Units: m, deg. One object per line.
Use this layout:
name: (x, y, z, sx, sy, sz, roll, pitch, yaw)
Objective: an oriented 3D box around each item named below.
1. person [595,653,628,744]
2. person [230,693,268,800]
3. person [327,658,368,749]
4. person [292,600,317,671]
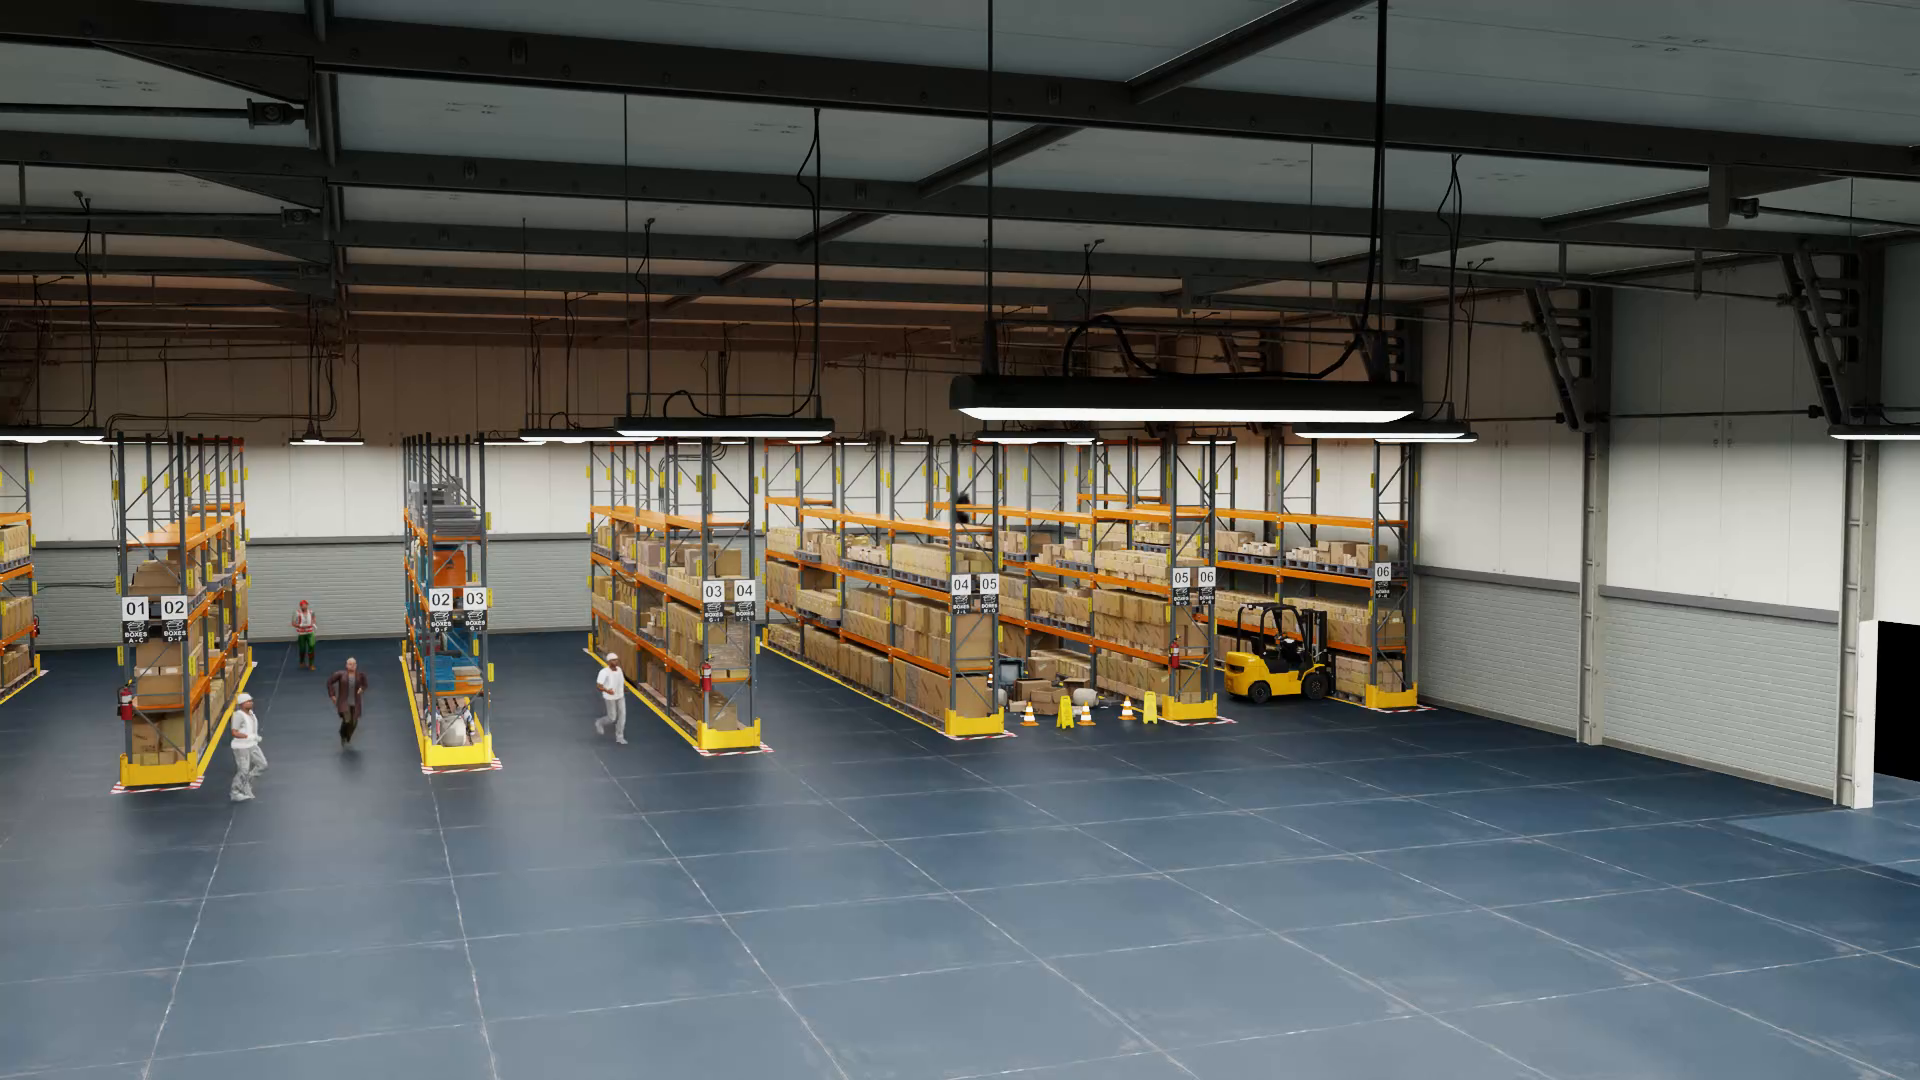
person: (-6.733, 3.060, 32.281, 0.863, 1.746, 0.698, 3, 4, 40)
person: (-11.500, 3.349, 26.866, 0.643, 1.763, 0.681, 0, 3, 7)
person: (-11.543, 3.098, 31.444, 0.694, 1.733, 0.751, -2, 4, -37)
person: (-16.957, 2.460, 43.026, 0.627, 1.845, 0.828, -2, 4, -30)
